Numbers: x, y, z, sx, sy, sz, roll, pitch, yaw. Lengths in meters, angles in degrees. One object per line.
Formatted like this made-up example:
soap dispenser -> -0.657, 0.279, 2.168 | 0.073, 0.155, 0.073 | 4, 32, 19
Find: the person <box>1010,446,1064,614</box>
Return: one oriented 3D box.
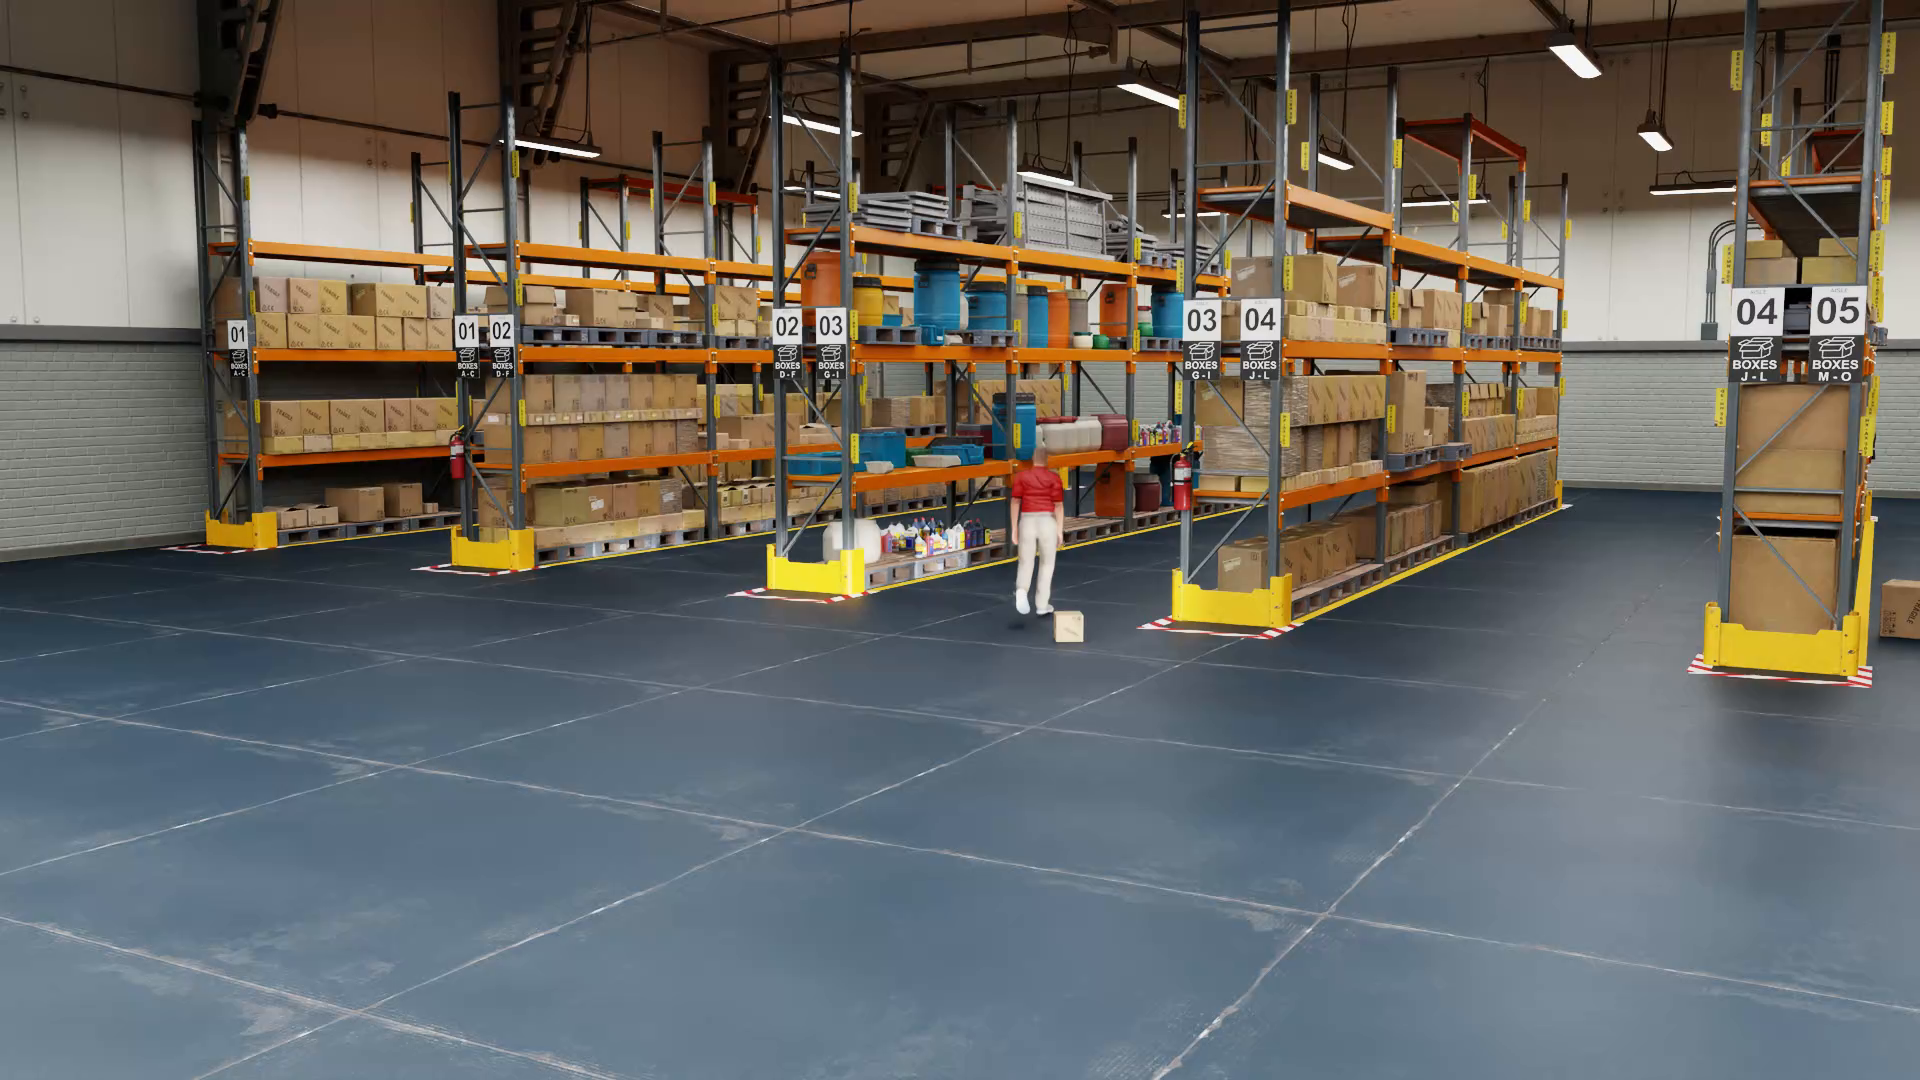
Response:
person -> 0.778, -0.097, 16.922 | 0.545, 1.712, 0.568 | 2, 6, 16
